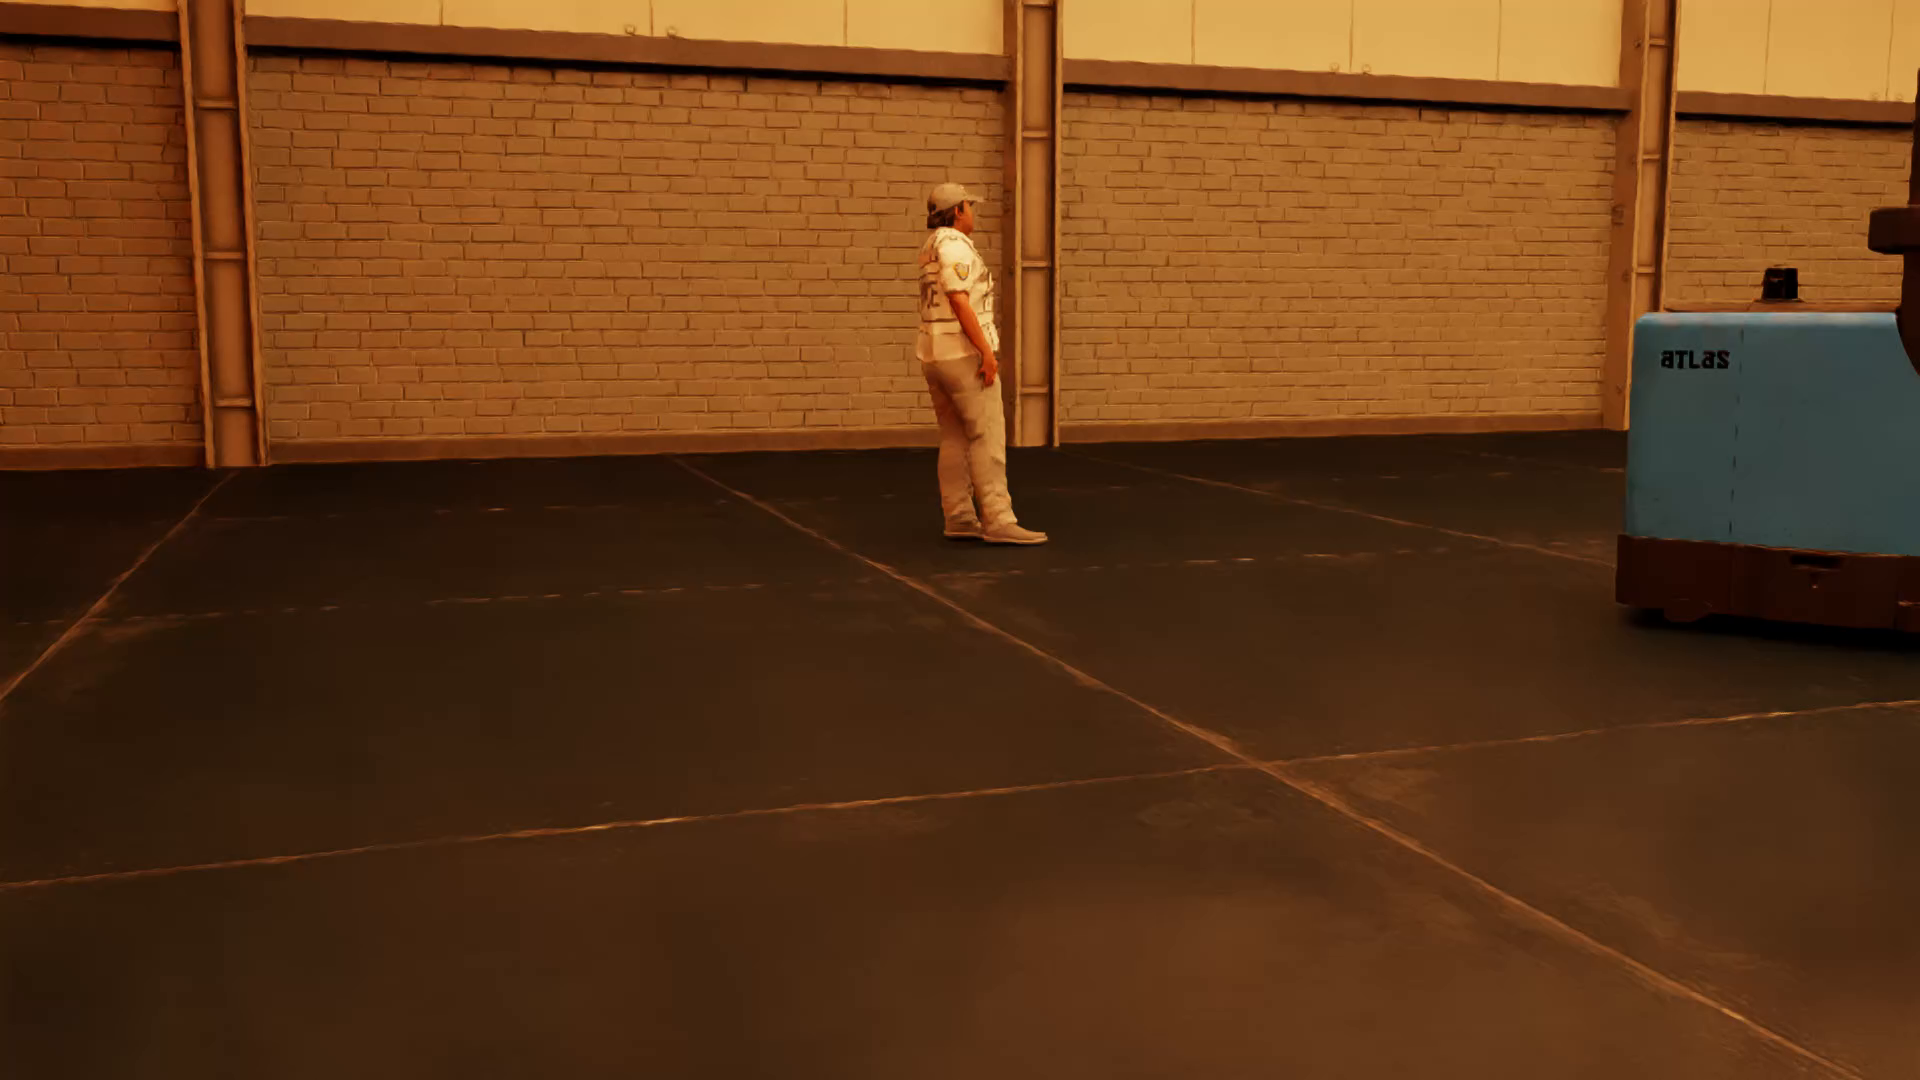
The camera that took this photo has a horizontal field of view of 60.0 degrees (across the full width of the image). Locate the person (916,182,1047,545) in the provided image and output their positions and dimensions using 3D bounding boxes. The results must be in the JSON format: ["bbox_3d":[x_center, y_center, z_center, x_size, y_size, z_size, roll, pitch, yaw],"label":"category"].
[{"bbox_3d":[0.080,-0.833,7.813,0.529,1.669,0.598,-3,8,-18],"label":"person"}]

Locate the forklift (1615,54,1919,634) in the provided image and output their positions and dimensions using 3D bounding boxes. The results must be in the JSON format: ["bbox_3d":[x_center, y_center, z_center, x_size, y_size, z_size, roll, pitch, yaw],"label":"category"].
[{"bbox_3d":[3.796,-1.104,5.164,3.031,2.935,1.130,5,9,34],"label":"forklift"}]
